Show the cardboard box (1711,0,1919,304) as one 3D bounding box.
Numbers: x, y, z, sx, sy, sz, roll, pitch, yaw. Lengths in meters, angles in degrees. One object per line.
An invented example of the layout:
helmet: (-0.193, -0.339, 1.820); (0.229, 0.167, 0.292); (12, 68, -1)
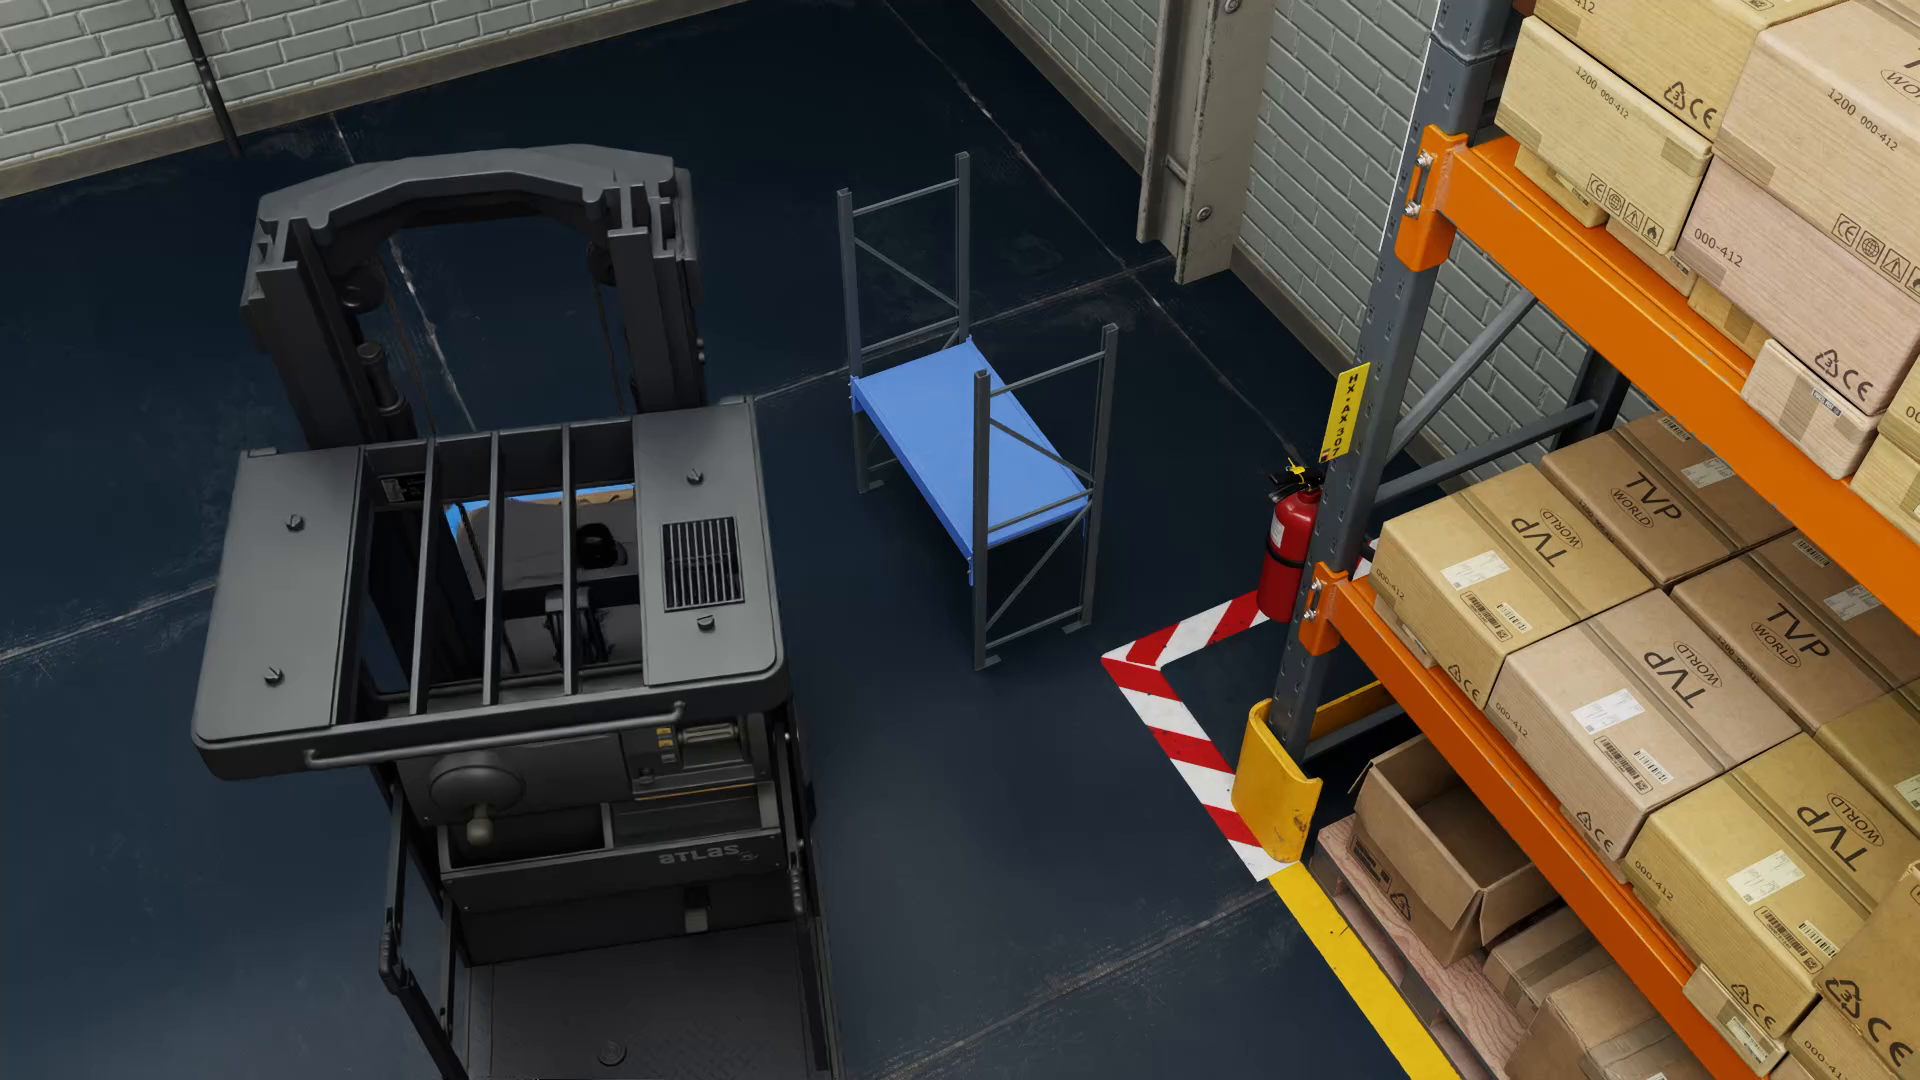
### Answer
cardboard box: (1.688, -0.703, 2.842); (0.500, 0.250, 0.500); (-22, 52, -18)

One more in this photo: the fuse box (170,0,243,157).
fuse box: (-3.586, -2.488, 7.682); (0.539, 1.711, 0.414); (-21, 52, -18)

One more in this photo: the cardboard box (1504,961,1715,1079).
cardboard box: (2.045, 1.479, 4.738); (0.700, 0.500, 0.500); (-19, 52, -16)

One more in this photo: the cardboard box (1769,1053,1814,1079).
cardboard box: (2.083, 1.213, 3.756); (0.380, 0.149, 0.250); (-20, 52, -17)

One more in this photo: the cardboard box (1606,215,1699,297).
cardboard box: (1.575, -0.678, 3.417); (0.380, 0.149, 0.250); (-20, 52, -17)

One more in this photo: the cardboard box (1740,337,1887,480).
cardboard box: (1.700, -0.298, 3.085); (0.380, 0.149, 0.250); (-20, 52, -17)

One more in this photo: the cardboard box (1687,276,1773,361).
cardboard box: (1.677, -0.500, 3.262); (0.380, 0.149, 0.250); (-21, 52, -17)

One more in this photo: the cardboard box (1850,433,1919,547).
cardboard box: (1.826, -0.125, 2.934); (0.380, 0.149, 0.250); (-21, 52, -18)

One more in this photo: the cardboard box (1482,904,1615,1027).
cardboard box: (1.848, 1.307, 5.122); (0.380, 0.149, 0.250); (-23, 53, -19)

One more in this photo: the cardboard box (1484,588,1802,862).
cardboard box: (1.692, 0.452, 4.156); (0.500, 0.250, 0.500); (-21, 52, -17)

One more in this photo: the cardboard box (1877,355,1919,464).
cardboard box: (1.927, -0.198, 2.732); (0.500, 0.250, 0.500); (-23, 53, -19)

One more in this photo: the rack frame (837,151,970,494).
rack frame: (-0.194, -0.777, 6.326); (0.500, 1.500, 0.032); (-21, 52, -18)

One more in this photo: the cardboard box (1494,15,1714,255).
cardboard box: (1.453, -0.878, 3.327); (0.500, 0.250, 0.500); (-22, 52, -18)

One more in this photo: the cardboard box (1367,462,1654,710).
cardboard box: (1.461, 0.115, 4.451); (0.500, 0.250, 0.500); (-21, 52, -17)

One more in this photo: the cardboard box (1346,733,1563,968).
cardboard box: (1.688, 0.893, 5.249); (0.797, 0.503, 0.637); (-23, 53, -19)

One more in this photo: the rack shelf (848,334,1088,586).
rack shelf: (0.039, -0.318, 6.164); (0.538, 0.185, 1.000); (-21, 52, -18)

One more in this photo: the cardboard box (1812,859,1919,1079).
cardboard box: (2.147, 0.872, 3.291); (0.500, 0.500, 0.500); (-20, 52, -17)

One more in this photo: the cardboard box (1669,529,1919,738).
cardboard box: (2.174, 0.280, 4.307); (0.500, 0.250, 0.500); (-21, 52, -17)

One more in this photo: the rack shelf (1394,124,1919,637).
rack shelf: (2.408, 0.355, 2.825); (1.077, 0.370, 4.000); (-21, 52, -18)

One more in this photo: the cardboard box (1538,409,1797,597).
cardboard box: (1.939, -0.065, 4.609); (0.500, 0.250, 0.500); (-20, 52, -16)

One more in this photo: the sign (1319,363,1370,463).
sign: (1.010, -0.331, 4.364); (0.100, 0.325, 0.005); (-21, 52, -18)

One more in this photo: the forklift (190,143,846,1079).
forklift: (-0.933, 0.651, 4.126); (1.130, 2.935, 3.031); (-7, 49, -6)

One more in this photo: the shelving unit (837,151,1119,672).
shelving unit: (0.039, -0.437, 6.028); (0.538, 1.500, 1.048); (-21, 52, -18)

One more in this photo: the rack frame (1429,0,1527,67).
rack frame: (1.493, -2.208, 2.596); (1.000, 3.000, 0.127); (-21, 52, -18)

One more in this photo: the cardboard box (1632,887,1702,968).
cardboard box: (1.895, 0.848, 4.075); (0.380, 0.149, 0.250); (-20, 52, -17)

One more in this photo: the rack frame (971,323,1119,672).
rack frame: (0.272, -0.096, 5.731); (0.500, 1.500, 0.032); (-21, 52, -18)

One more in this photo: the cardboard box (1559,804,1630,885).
cardboard box: (1.769, 0.673, 4.228); (0.380, 0.149, 0.250); (-20, 52, -16)

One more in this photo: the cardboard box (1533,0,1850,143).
cardboard box: (1.472, -1.050, 3.146); (0.500, 0.250, 0.500); (-22, 52, -18)

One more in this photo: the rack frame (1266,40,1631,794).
rack frame: (1.493, -0.233, 4.854); (1.000, 3.000, 0.127); (-21, 52, -18)

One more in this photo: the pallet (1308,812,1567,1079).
pallet: (1.893, 1.269, 5.393); (1.003, 0.211, 1.213); (-21, 52, -18)

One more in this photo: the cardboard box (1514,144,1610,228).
cardboard box: (1.432, -0.844, 3.563); (0.380, 0.149, 0.250); (-20, 52, -17)

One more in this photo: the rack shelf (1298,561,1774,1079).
rack shelf: (2.408, 1.342, 3.954); (1.077, 0.370, 4.000); (-21, 52, -18)

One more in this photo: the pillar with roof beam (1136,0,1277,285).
pillar with roof beam: (-2.768, -2.840, 3.148); (9.100, 9.000, 0.400); (-21, 52, -18)

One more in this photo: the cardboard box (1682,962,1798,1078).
cardboard box: (1.944, 1.043, 3.904); (0.380, 0.149, 0.250); (-23, 53, -19)

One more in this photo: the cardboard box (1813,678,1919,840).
cardboard box: (2.396, 0.613, 4.015); (0.500, 0.250, 0.500); (-20, 52, -16)

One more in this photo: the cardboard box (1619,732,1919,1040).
cardboard box: (1.926, 0.790, 3.861); (0.500, 0.250, 0.500); (-22, 52, -18)

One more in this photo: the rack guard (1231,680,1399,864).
rack guard: (1.527, 0.641, 5.750); (1.175, 0.500, 0.348); (-21, 52, -18)

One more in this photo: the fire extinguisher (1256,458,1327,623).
fire extinguisher: (1.014, -0.024, 4.970); (0.296, 0.674, 0.183); (-21, 52, -18)

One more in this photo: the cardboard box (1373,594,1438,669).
cardboard box: (1.399, 0.164, 4.673); (0.380, 0.149, 0.250); (-22, 52, -18)

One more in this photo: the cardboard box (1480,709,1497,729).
cardboard box: (1.557, 0.318, 4.538); (0.380, 0.149, 0.250); (-20, 52, -17)

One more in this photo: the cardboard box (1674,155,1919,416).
cardboard box: (1.704, -0.545, 3.036); (0.500, 0.250, 0.500); (-20, 52, -17)

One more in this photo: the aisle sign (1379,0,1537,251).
aisle sign: (1.200, -1.033, 3.827); (0.394, 0.787, 0.004); (-21, 52, -18)

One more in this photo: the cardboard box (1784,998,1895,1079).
cardboard box: (2.179, 1.125, 3.568); (0.500, 0.250, 0.500); (-22, 53, -18)
